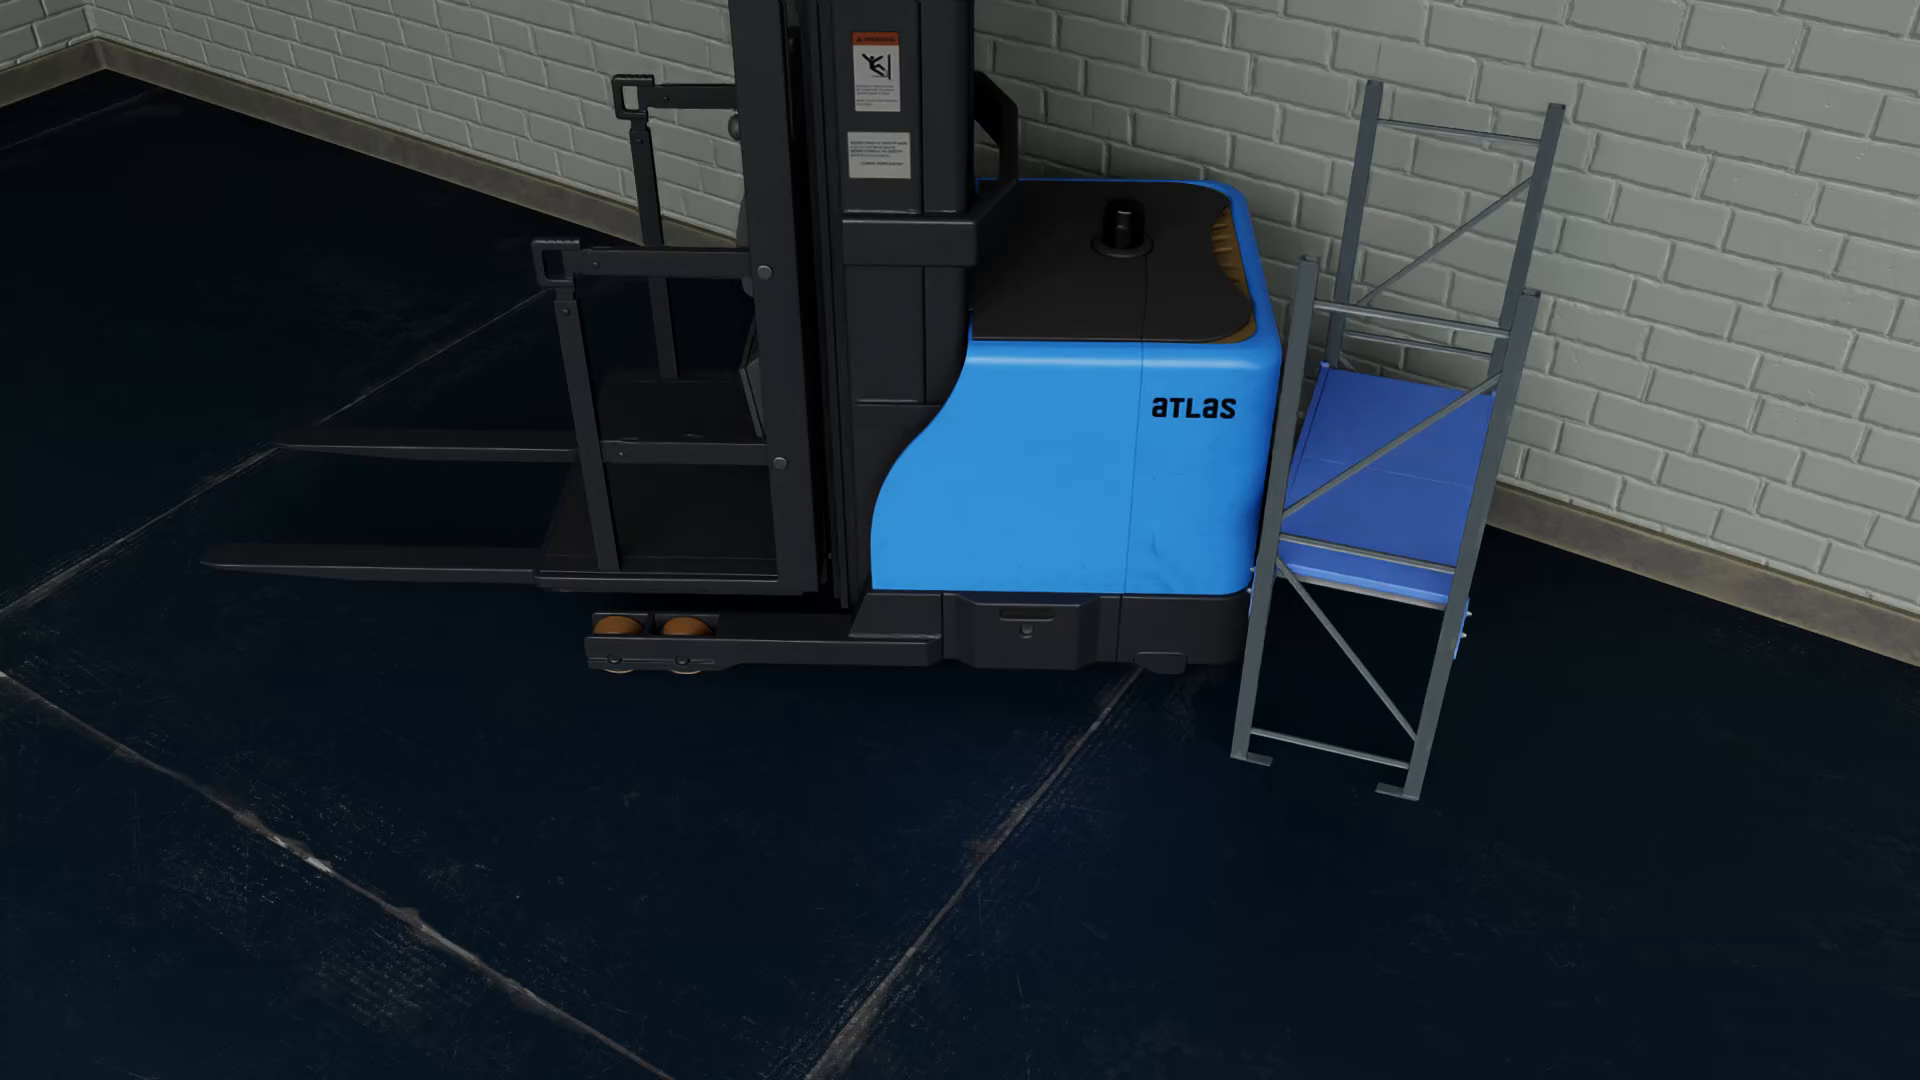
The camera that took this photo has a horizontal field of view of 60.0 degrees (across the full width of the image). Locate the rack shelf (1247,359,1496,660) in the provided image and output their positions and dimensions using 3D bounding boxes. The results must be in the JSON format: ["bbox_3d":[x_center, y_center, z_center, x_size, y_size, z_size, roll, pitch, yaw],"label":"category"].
[{"bbox_3d":[1.135,-0.117,4.468,0.538,0.185,1.000,12,39,15],"label":"rack shelf"}]

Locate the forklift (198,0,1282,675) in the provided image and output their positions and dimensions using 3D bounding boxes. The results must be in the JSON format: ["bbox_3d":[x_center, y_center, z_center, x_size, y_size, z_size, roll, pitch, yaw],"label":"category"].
[{"bbox_3d":[-0.680,-1.099,4.274,3.031,2.935,1.130,1,38,1],"label":"forklift"}]

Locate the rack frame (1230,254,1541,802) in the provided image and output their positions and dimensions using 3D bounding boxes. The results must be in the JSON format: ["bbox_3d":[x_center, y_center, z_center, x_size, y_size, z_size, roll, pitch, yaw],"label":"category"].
[{"bbox_3d":[0.970,0.034,3.977,0.500,1.500,0.032,12,39,15],"label":"rack frame"}]

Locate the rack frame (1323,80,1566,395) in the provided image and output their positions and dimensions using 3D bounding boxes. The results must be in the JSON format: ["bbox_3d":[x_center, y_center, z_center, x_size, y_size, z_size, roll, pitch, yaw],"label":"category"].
[{"bbox_3d":[1.300,-0.553,4.739,0.500,1.500,0.032,12,39,15],"label":"rack frame"}]

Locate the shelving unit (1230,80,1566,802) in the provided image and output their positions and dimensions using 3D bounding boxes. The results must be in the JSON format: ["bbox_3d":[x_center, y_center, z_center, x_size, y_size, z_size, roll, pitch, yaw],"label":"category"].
[{"bbox_3d":[1.135,-0.259,4.358,0.538,1.500,1.048,12,39,15],"label":"shelving unit"}]
